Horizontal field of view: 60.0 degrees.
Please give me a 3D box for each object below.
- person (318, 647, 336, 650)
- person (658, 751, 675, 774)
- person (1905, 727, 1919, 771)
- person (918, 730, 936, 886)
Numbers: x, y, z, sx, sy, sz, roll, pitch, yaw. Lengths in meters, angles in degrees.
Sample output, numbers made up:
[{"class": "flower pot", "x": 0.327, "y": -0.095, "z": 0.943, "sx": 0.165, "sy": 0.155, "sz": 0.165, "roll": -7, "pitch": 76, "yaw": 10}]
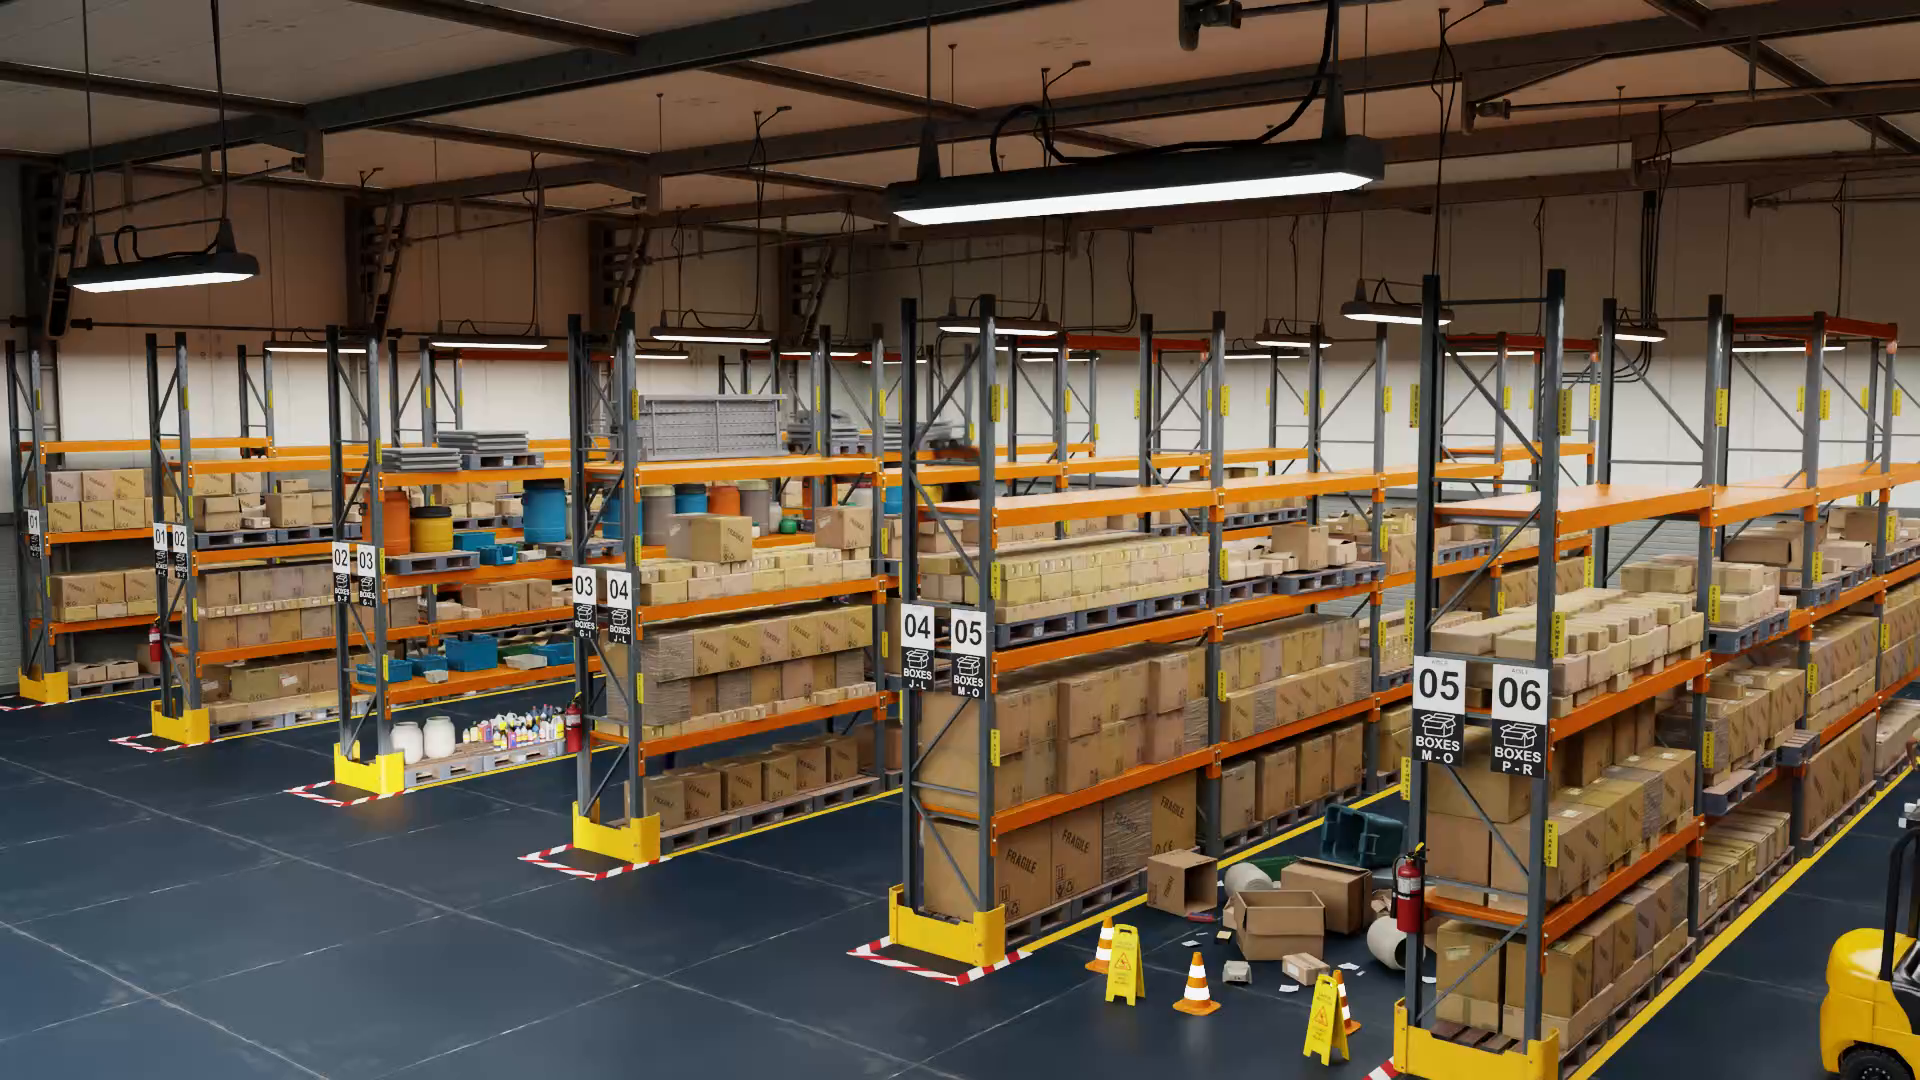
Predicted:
[{"class": "person", "x": -10.805, "y": 1.753, "z": 28.293, "sx": 0.655, "sy": 1.733, "sz": 0.600, "roll": 3, "pitch": 6, "yaw": 29}, {"class": "person", "x": -3.979, "y": 2.372, "z": 22.357, "sx": 0.611, "sy": 1.590, "sz": 0.547, "roll": 1, "pitch": 5, "yaw": 12}, {"class": "person", "x": 11.064, "y": 2.652, "z": 18.830, "sx": 0.587, "sy": 1.627, "sz": 0.599, "roll": 4, "pitch": 7, "yaw": 40}, {"class": "person", "x": -0.174, "y": 2.748, "z": 17.592, "sx": 0.697, "sy": 1.723, "sz": 0.723, "roll": -5, "pitch": 7, "yaw": -45}]
